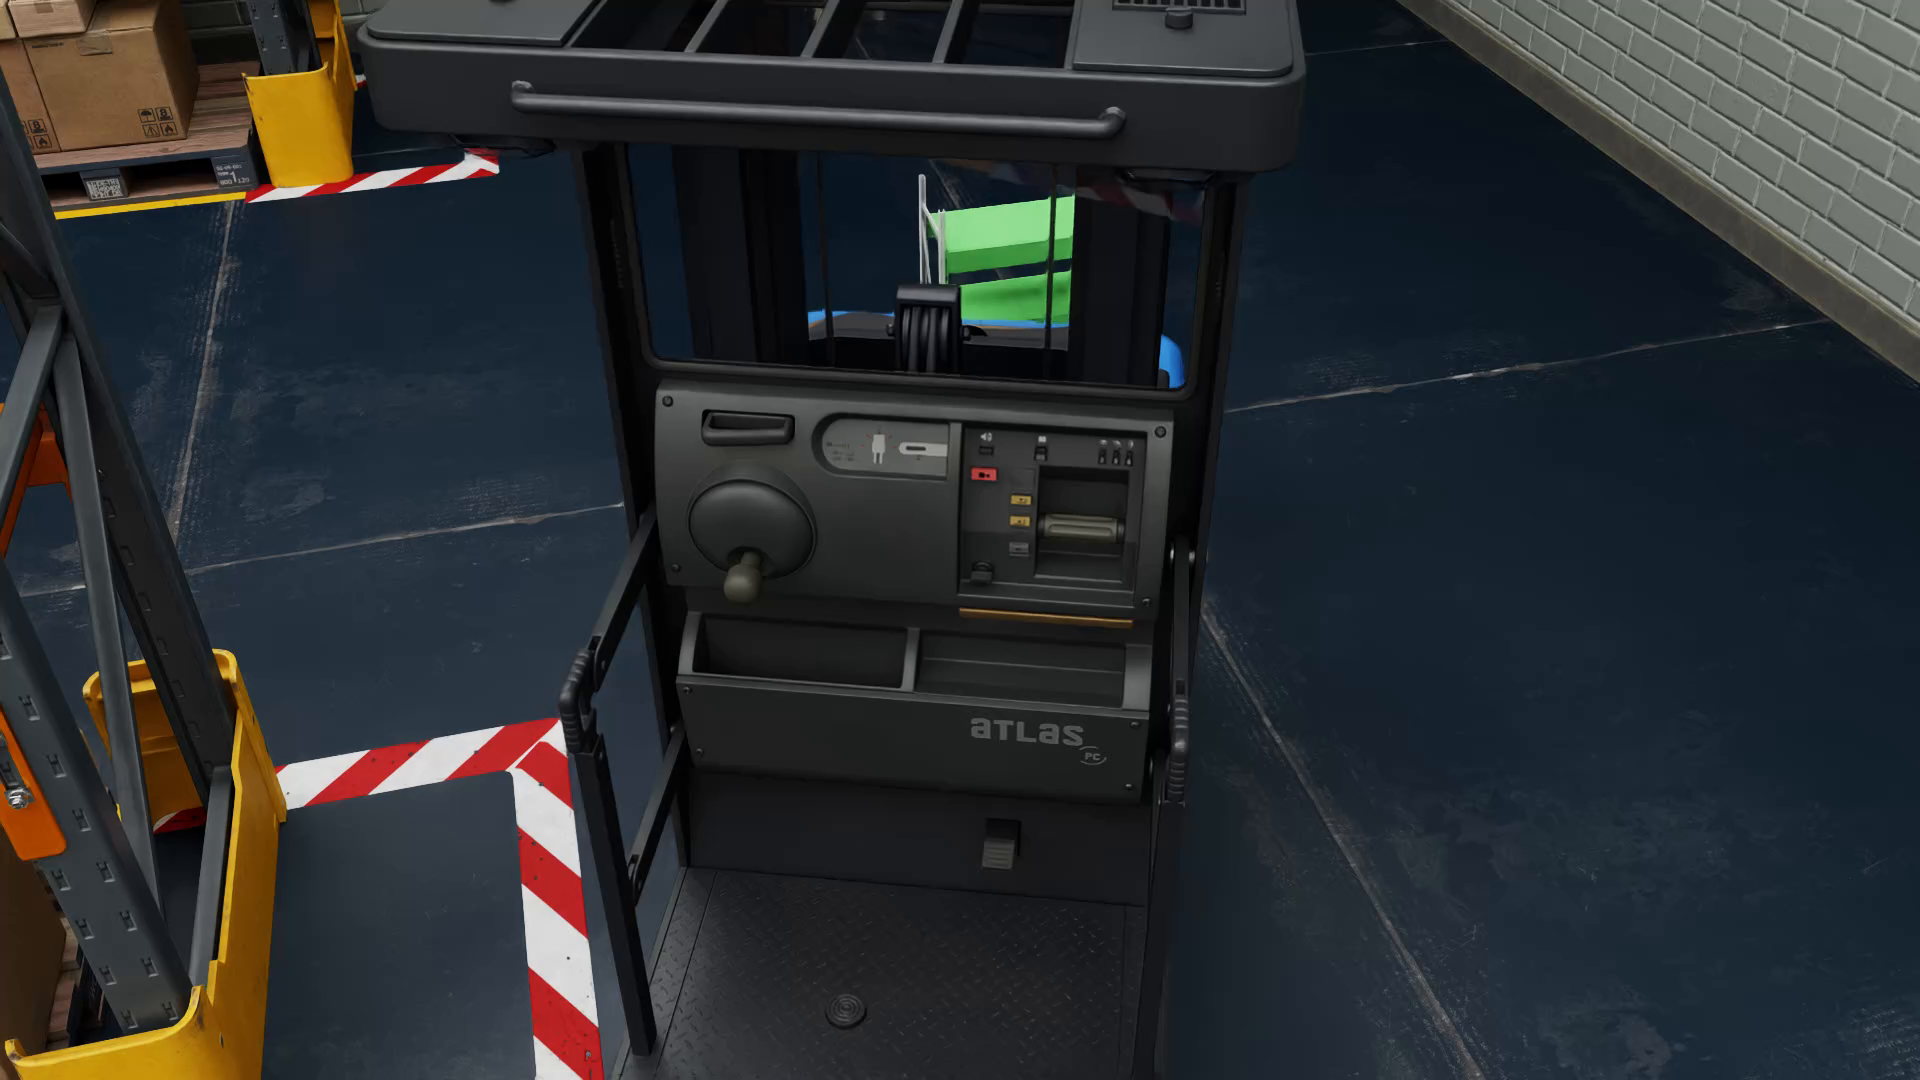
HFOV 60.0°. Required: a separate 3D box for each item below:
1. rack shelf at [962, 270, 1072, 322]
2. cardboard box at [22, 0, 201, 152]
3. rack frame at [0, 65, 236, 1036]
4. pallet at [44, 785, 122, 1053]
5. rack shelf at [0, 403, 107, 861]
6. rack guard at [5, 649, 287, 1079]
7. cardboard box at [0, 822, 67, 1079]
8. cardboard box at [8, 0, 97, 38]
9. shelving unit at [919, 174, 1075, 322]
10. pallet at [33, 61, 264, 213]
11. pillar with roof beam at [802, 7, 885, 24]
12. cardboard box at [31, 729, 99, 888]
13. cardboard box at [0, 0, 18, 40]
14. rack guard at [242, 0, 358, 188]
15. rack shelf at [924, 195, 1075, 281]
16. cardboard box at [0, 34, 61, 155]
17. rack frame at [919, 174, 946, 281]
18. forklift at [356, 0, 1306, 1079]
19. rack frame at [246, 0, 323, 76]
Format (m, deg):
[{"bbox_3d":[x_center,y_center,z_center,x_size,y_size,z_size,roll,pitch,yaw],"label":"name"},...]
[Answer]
[{"bbox_3d":[0.160,-0.643,4.813,0.480,0.148,0.258,-9,38,-12],"label":"rack shelf"},{"bbox_3d":[-3.661,-2.087,7.222,0.500,0.500,0.700,-9,38,-12],"label":"cardboard box"},{"bbox_3d":[-1.716,-0.178,3.014,0.127,3.000,1.000,-9,38,-12],"label":"rack frame"},{"bbox_3d":[-2.559,1.069,3.680,1.213,0.211,1.003,-9,38,-12],"label":"pallet"},{"bbox_3d":[-3.647,0.425,2.818,4.000,0.370,1.077,-9,38,-12],"label":"rack shelf"},{"bbox_3d":[-1.790,0.827,3.758,0.348,0.500,1.175,-9,38,-12],"label":"rack guard"},{"bbox_3d":[-2.177,0.871,3.338,0.500,0.500,0.500,-9,38,-12],"label":"cardboard box"},{"bbox_3d":[-3.738,-2.218,6.858,0.250,0.149,0.380,-10,38,-12],"label":"cardboard box"},{"bbox_3d":[0.160,-0.503,4.920,0.503,1.200,0.258,-9,38,-12],"label":"shelving unit"},{"bbox_3d":[-3.763,-1.803,7.433,1.213,0.211,1.003,-9,38,-12],"label":"pallet"},{"bbox_3d":[0.492,-3.876,2.910,0.400,9.000,9.100,-9,38,-12],"label":"pillar with roof beam"},{"bbox_3d":[-2.210,0.644,3.923,0.250,0.149,0.380,-9,38,-12],"label":"cardboard box"},{"bbox_3d":[-3.984,-2.177,6.805,0.250,0.149,0.380,-8,38,-11],"label":"cardboard box"},{"bbox_3d":[-2.988,-2.094,7.576,0.348,0.500,1.175,-9,38,-12],"label":"rack guard"},{"bbox_3d":[0.160,-0.833,4.667,0.480,0.148,0.258,-9,38,-12],"label":"rack shelf"},{"bbox_3d":[-4.144,-2.008,7.118,0.500,0.500,0.700,-9,38,-12],"label":"cardboard box"},{"bbox_3d":[-0.076,-0.464,4.869,0.015,1.200,0.240,-9,38,-12],"label":"rack frame"},{"bbox_3d":[-0.112,0.007,2.828,1.130,2.935,3.031,4,38,5],"label":"forklift"},{"bbox_3d":[-3.011,-3.083,6.811,0.127,3.000,1.000,-9,38,-12],"label":"rack frame"}]
